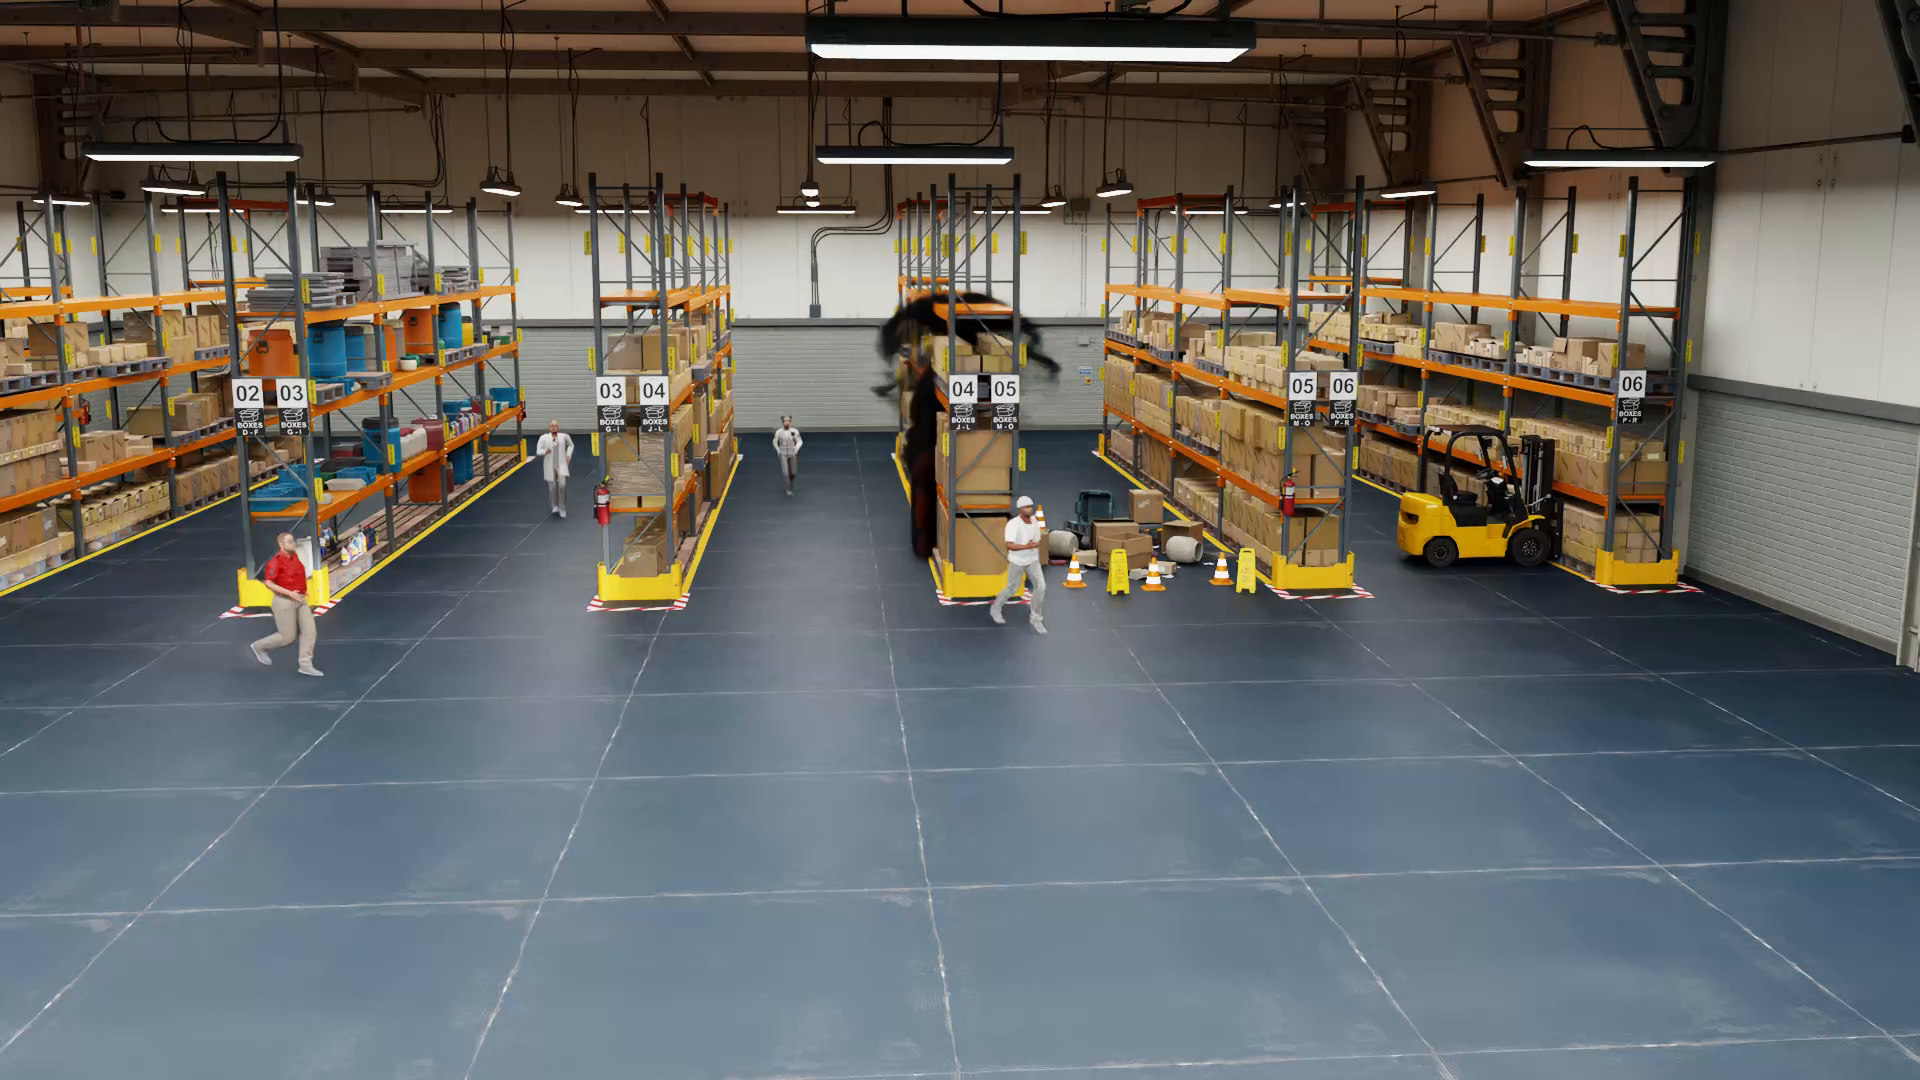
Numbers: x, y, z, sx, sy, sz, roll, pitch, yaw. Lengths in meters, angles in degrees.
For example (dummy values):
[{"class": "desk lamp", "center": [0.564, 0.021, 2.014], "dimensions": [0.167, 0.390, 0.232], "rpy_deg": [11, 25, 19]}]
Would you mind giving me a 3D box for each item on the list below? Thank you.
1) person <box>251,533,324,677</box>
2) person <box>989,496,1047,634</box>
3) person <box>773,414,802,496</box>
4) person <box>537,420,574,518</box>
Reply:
[{"class": "person", "center": [-7.939, 0.761, 19.598], "dimensions": [0.853, 1.723, 0.641], "rpy_deg": [2, 10, 13]}, {"class": "person", "center": [0.810, 0.310, 21.903], "dimensions": [0.710, 1.820, 0.906], "rpy_deg": [-9, 13, -40]}, {"class": "person", "center": [-3.499, -1.735, 33.767], "dimensions": [0.599, 1.652, 0.544], "rpy_deg": [-1, 10, -7]}, {"class": "person", "center": [-7.557, -1.319, 31.117], "dimensions": [0.685, 1.814, 0.771], "rpy_deg": [-2, 10, -13]}]
